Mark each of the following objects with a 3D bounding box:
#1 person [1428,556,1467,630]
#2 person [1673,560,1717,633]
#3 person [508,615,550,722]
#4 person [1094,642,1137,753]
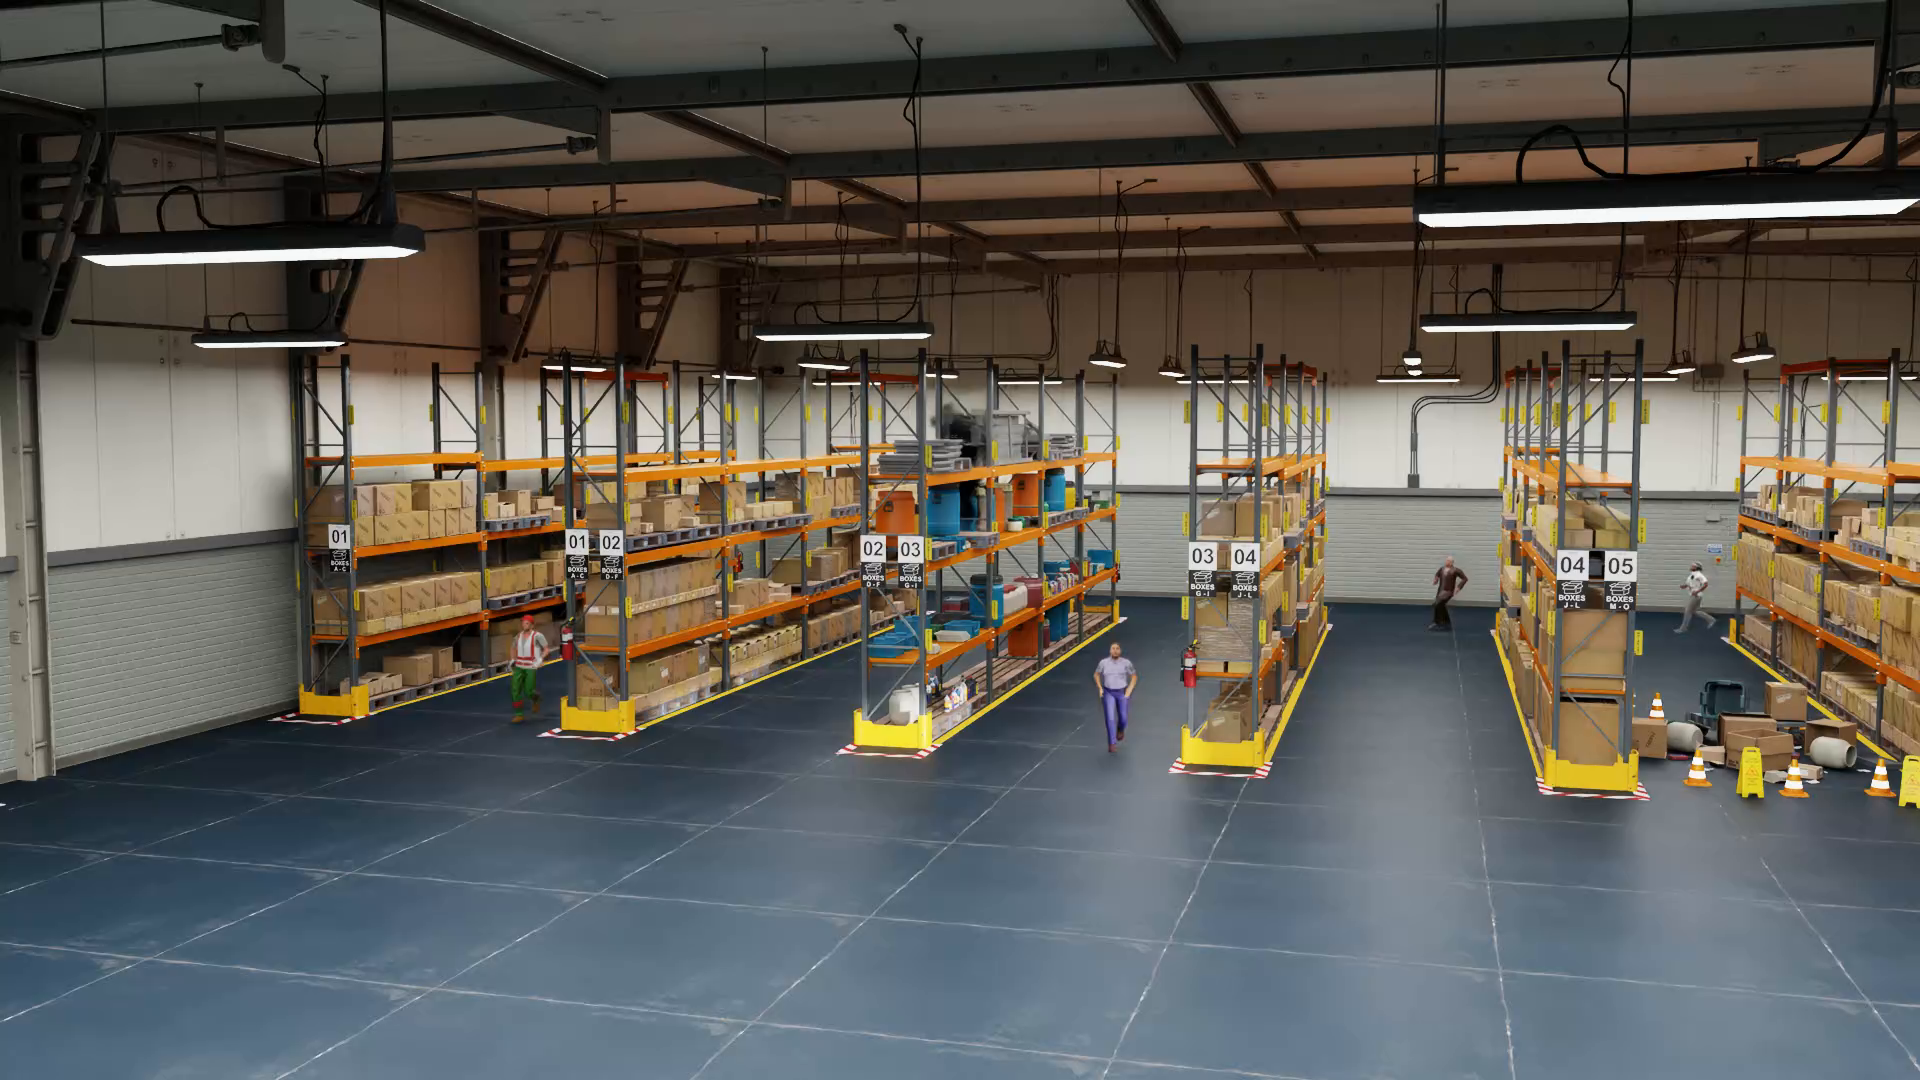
[{"bbox_3d":[11.328,1.229,38.683,0.786,1.729,0.802,-2,5,-28],"label":"person"},{"bbox_3d":[16.877,1.303,38.102,0.928,1.692,0.587,1,4,14],"label":"person"},{"bbox_3d":[-7.083,2.097,27.262,0.686,1.756,0.613,1,4,15],"label":"person"},{"bbox_3d":[2.309,2.316,24.761,0.641,1.598,0.722,0,4,4],"label":"person"}]
